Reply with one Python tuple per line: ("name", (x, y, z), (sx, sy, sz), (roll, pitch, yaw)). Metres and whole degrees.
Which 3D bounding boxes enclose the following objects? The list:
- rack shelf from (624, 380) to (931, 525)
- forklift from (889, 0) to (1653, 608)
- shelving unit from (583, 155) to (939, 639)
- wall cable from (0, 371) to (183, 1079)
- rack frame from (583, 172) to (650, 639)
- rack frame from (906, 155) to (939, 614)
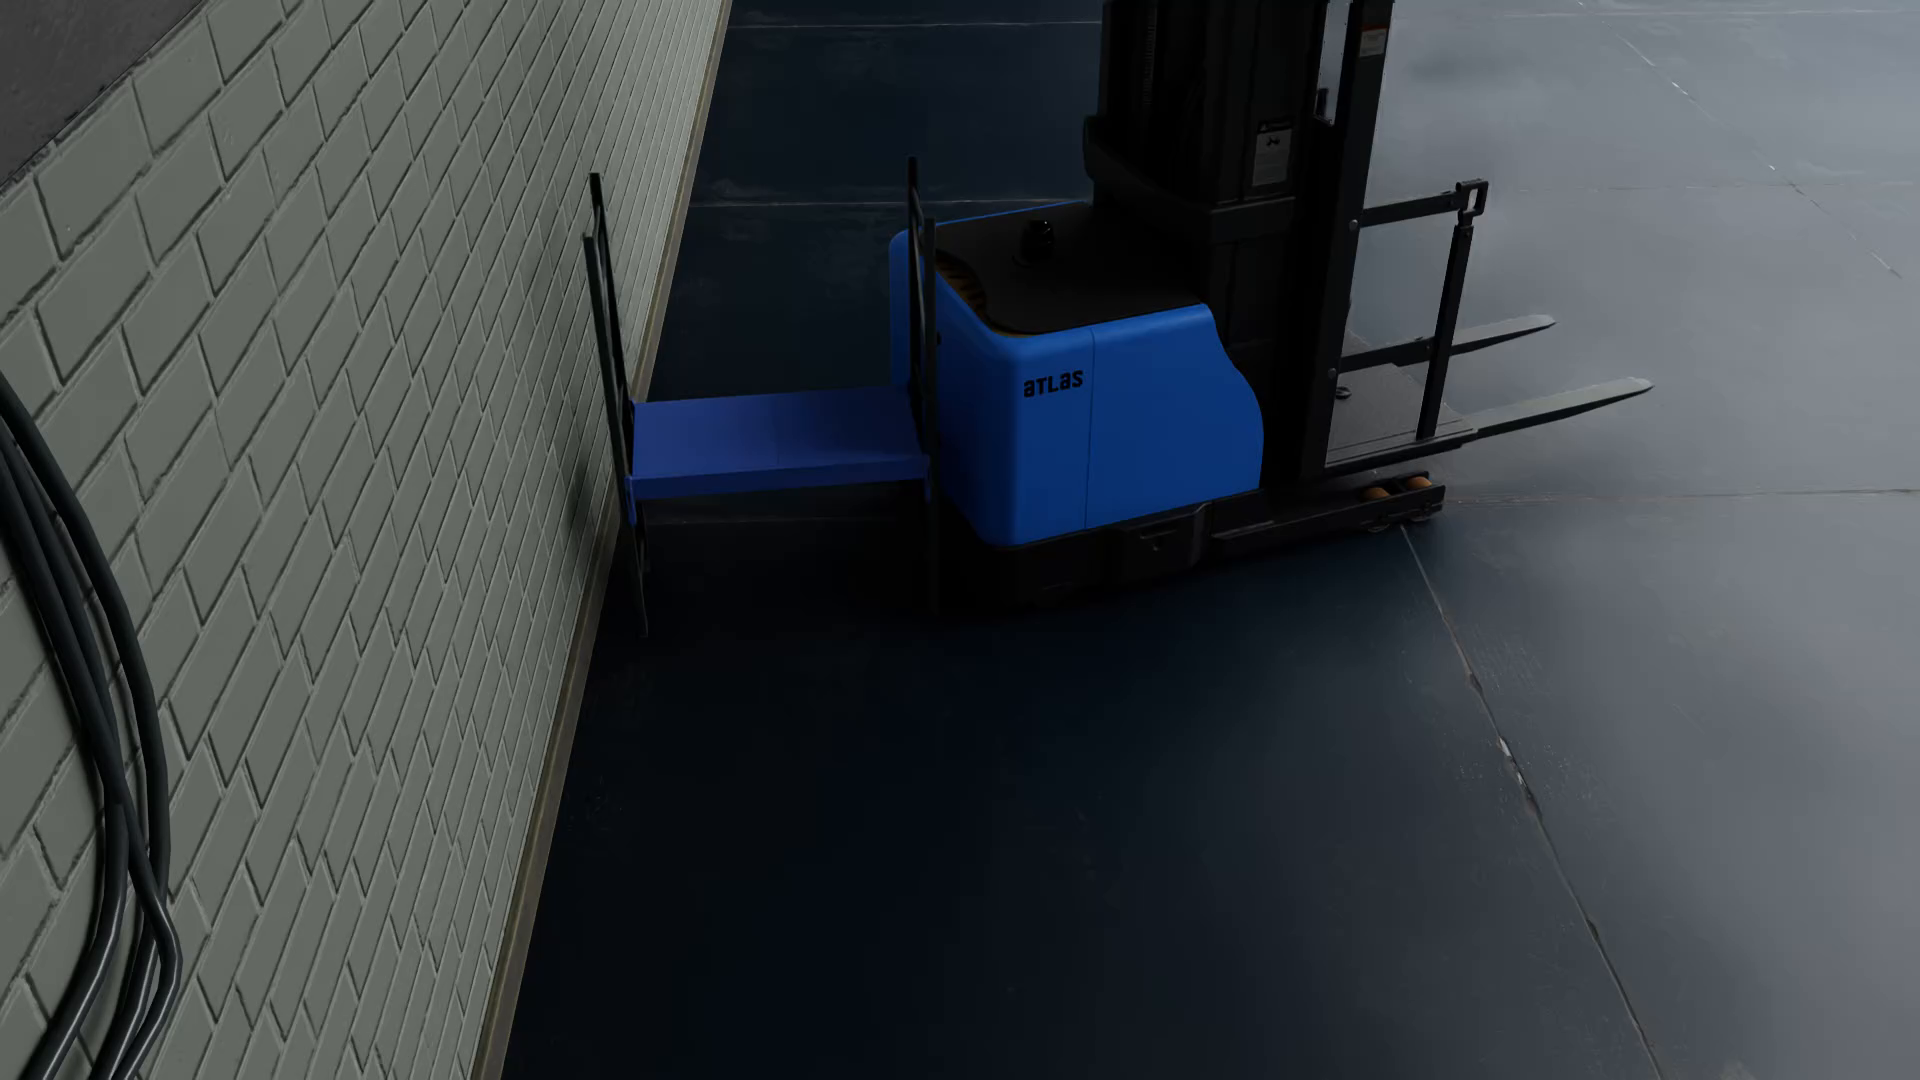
("rack shelf", (-0.628, -0.309, 5.694), (1.000, 0.185, 0.538), (-5, 35, -7))
("forklift", (1.298, -1.500, 5.842), (3.031, 2.935, 1.130), (-13, 37, -18))
("shelving unit", (-0.628, -0.456, 5.592), (1.048, 1.500, 0.538), (-5, 35, -7))
("wall cable", (-1.035, 0.353, 0.561), (0.112, 2.526, 3.097), (-2, 35, -2))
("rack frame", (-1.132, -0.416, 5.534), (0.032, 1.500, 0.500), (-5, 35, -7))
("rack frame", (-0.125, -0.497, 5.650), (0.032, 1.500, 0.500), (-5, 35, -7))
